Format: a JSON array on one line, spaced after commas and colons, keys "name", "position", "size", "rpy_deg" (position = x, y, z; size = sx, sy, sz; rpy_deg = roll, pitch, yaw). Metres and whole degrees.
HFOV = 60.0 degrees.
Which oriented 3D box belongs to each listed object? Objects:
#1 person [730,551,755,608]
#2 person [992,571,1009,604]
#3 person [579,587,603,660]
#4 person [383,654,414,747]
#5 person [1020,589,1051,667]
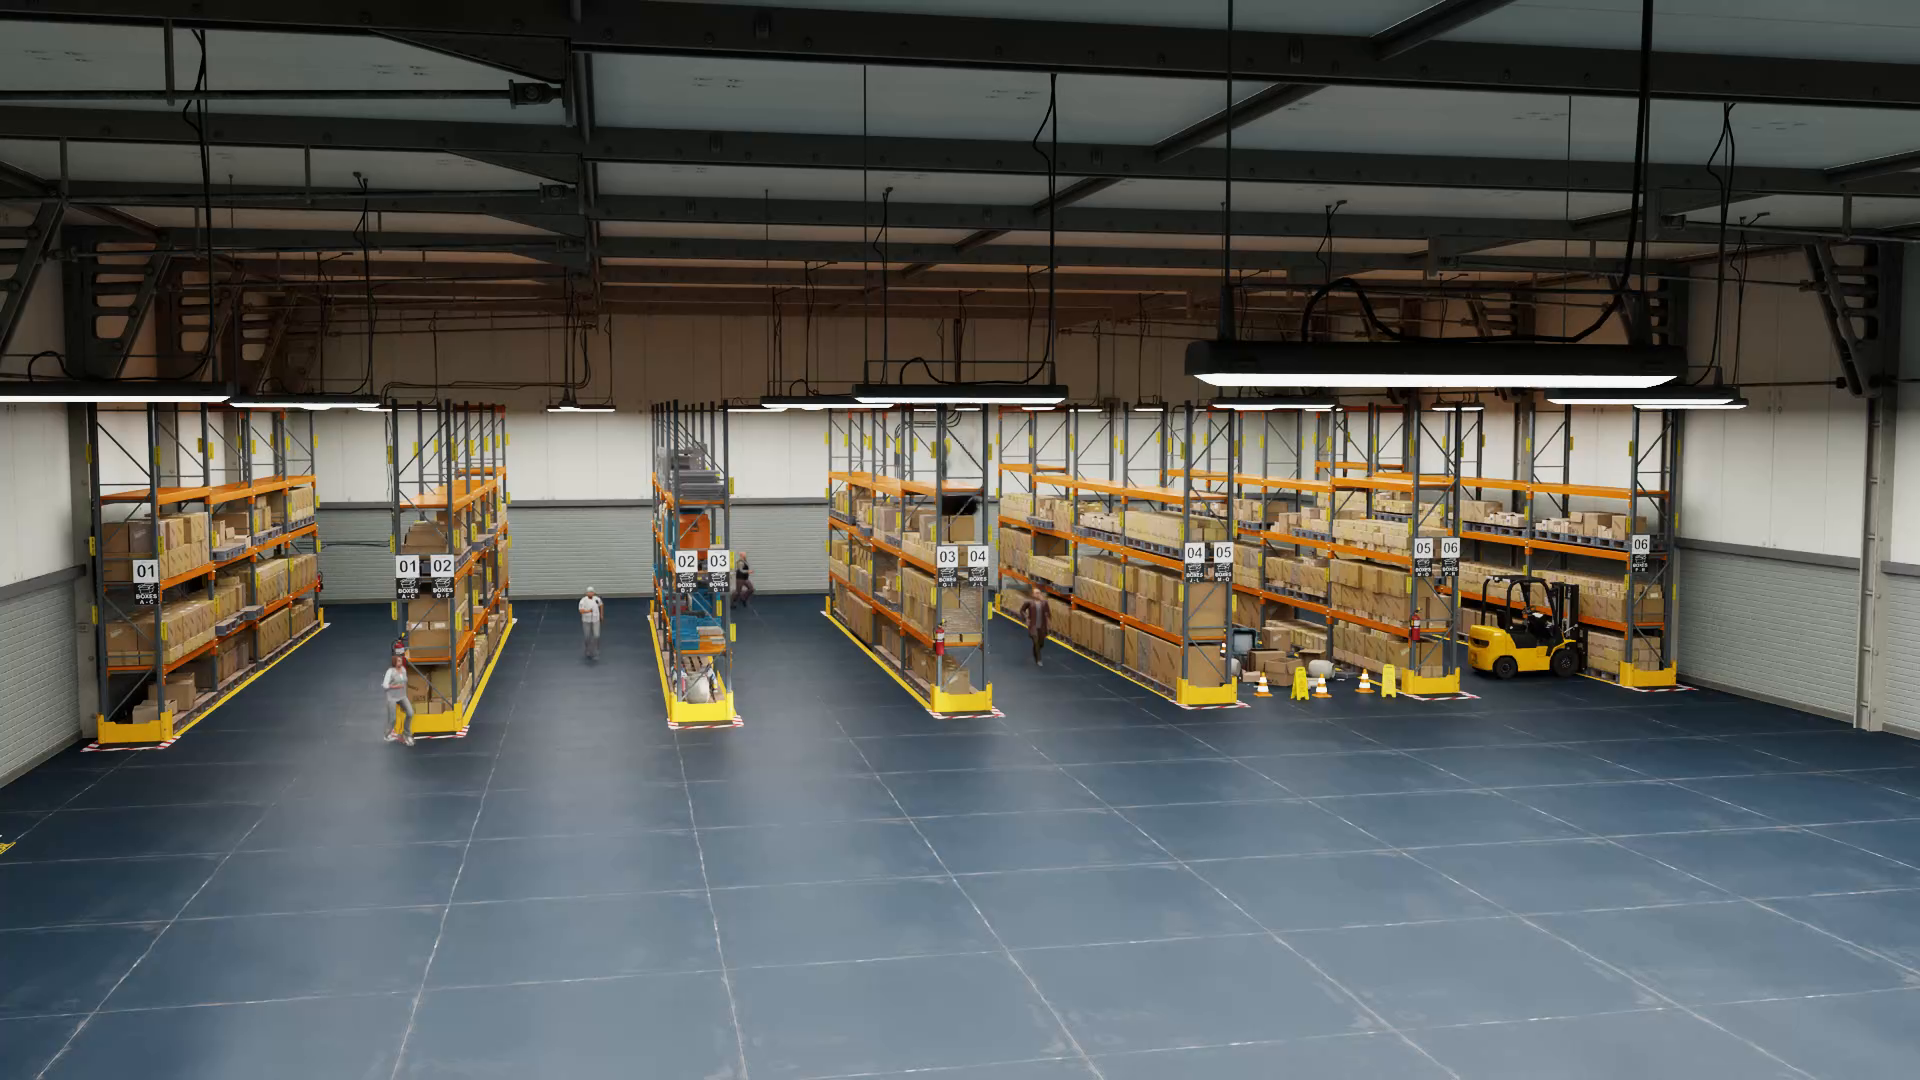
[{"name": "person", "position": [-6.419, 1.162, 49.104], "size": [0.845, 1.694, 0.668], "rpy_deg": [1, 4, 14]}, {"name": "person", "position": [1.348, 1.102, 49.914], "size": [0.854, 1.720, 0.712], "rpy_deg": [0, 4, 3]}, {"name": "person", "position": [-8.653, 1.969, 39.043], "size": [0.573, 1.758, 0.778], "rpy_deg": [-1, 4, -16]}, {"name": "person", "position": [-9.738, 2.769, 28.737], "size": [0.745, 1.609, 0.565], "rpy_deg": [3, 6, 39]}, {"name": "person", "position": [1.741, 1.992, 38.070], "size": [0.711, 1.765, 0.880], "rpy_deg": [-1, 4, -13]}]
